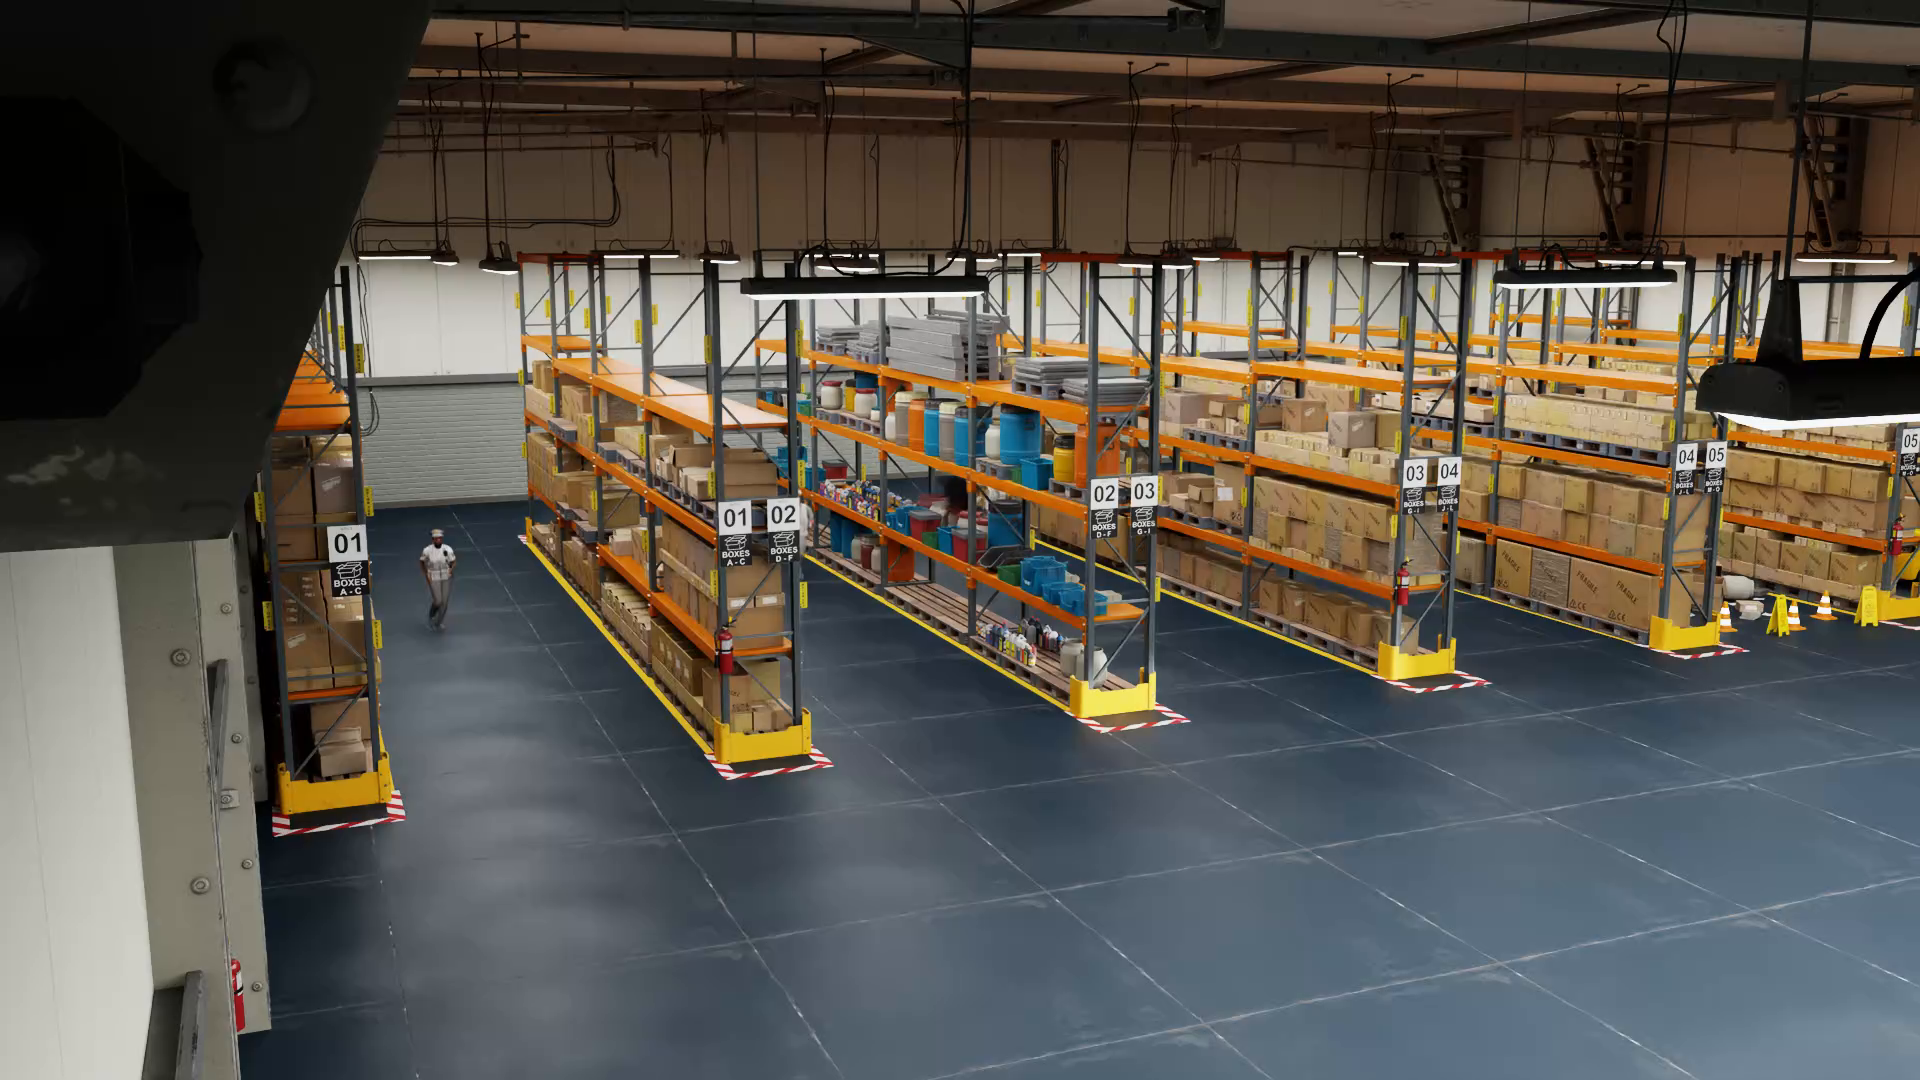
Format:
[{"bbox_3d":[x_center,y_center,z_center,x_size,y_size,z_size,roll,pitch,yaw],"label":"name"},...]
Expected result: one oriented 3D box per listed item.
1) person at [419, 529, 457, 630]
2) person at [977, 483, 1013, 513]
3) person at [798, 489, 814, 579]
[{"bbox_3d":[-8.395,0.647,26.876,0.561,1.663,0.573,-5,12,-27],"label":"person"},{"bbox_3d":[0.707,-0.603,33.454,0.667,1.718,0.923,-4,11,-22],"label":"person"},{"bbox_3d":[-2.962,-0.076,30.181,0.651,1.736,0.983,-4,11,-22],"label":"person"}]
